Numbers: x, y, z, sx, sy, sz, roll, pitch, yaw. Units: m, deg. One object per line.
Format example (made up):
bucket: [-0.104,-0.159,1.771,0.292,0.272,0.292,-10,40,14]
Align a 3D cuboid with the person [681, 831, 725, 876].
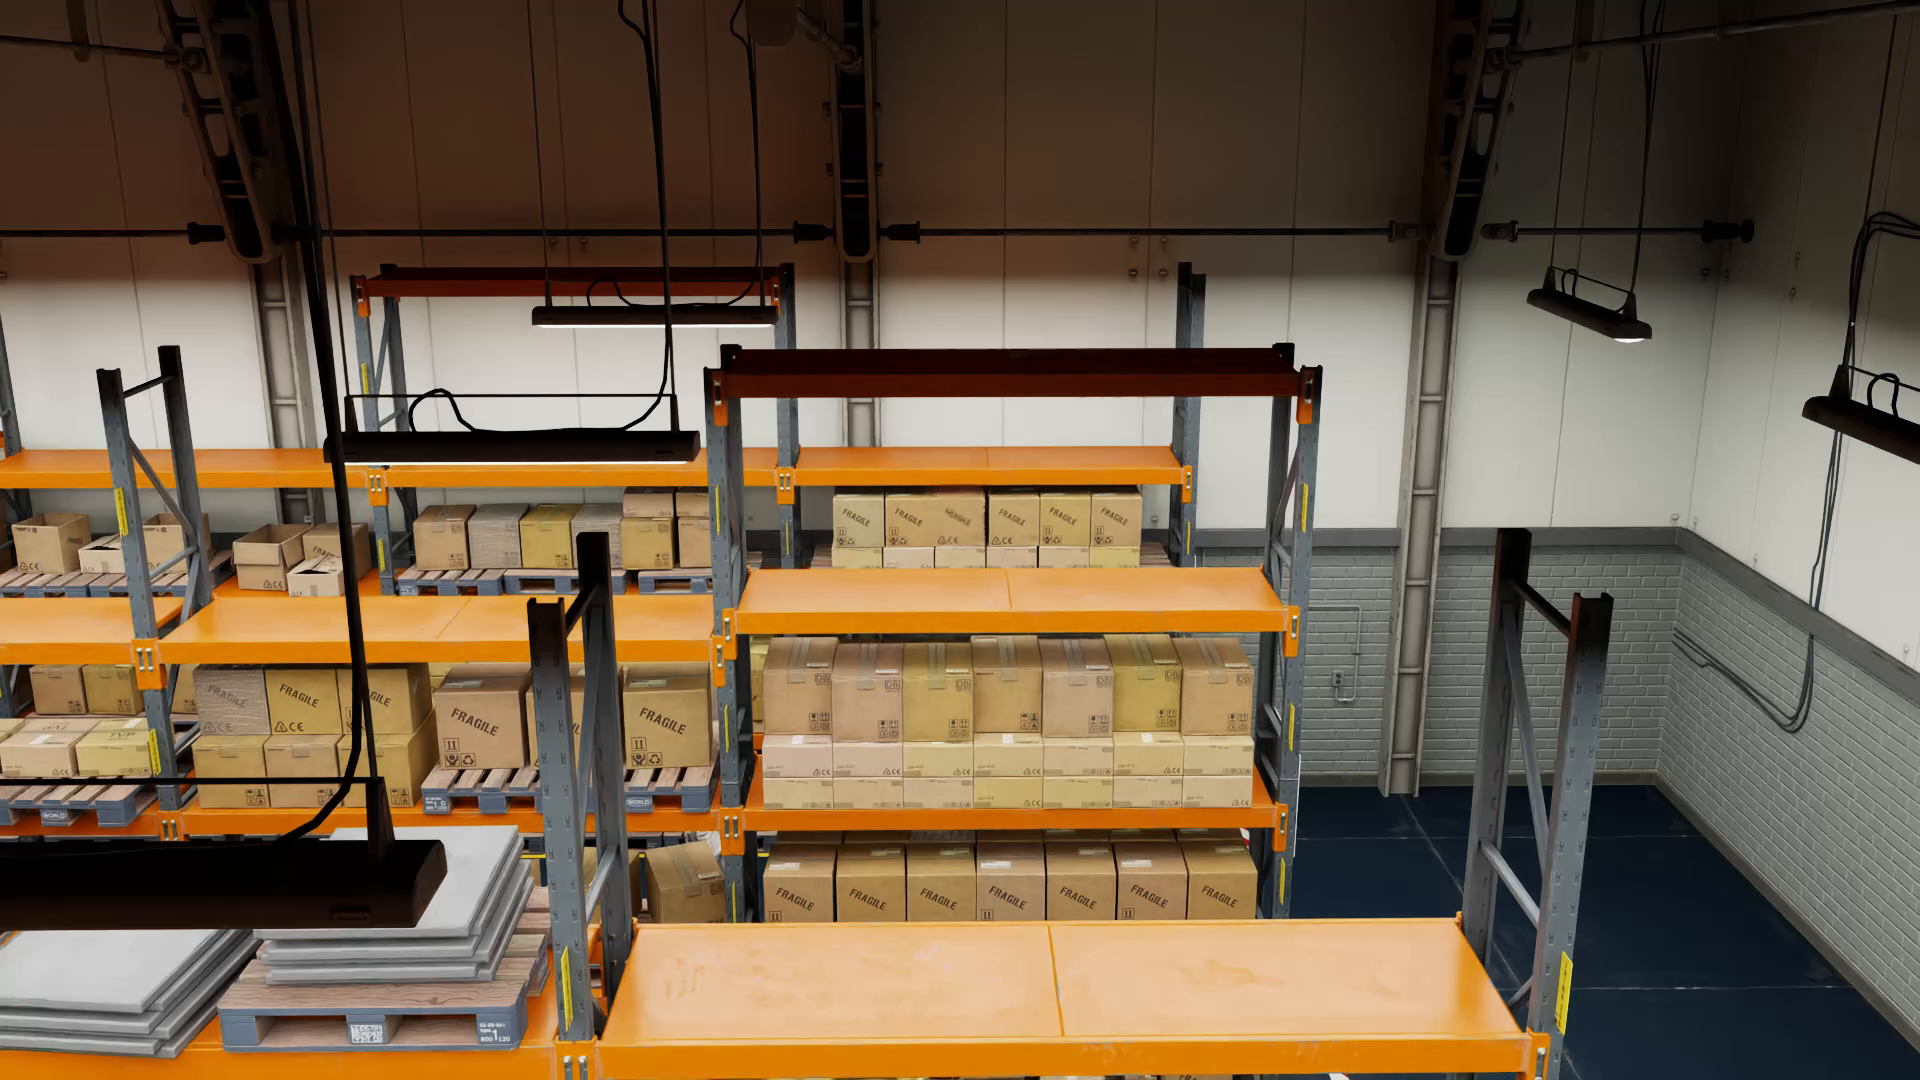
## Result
person: [-2.475,2.927,15.523,0.991,1.625,0.505,2,16,6]
